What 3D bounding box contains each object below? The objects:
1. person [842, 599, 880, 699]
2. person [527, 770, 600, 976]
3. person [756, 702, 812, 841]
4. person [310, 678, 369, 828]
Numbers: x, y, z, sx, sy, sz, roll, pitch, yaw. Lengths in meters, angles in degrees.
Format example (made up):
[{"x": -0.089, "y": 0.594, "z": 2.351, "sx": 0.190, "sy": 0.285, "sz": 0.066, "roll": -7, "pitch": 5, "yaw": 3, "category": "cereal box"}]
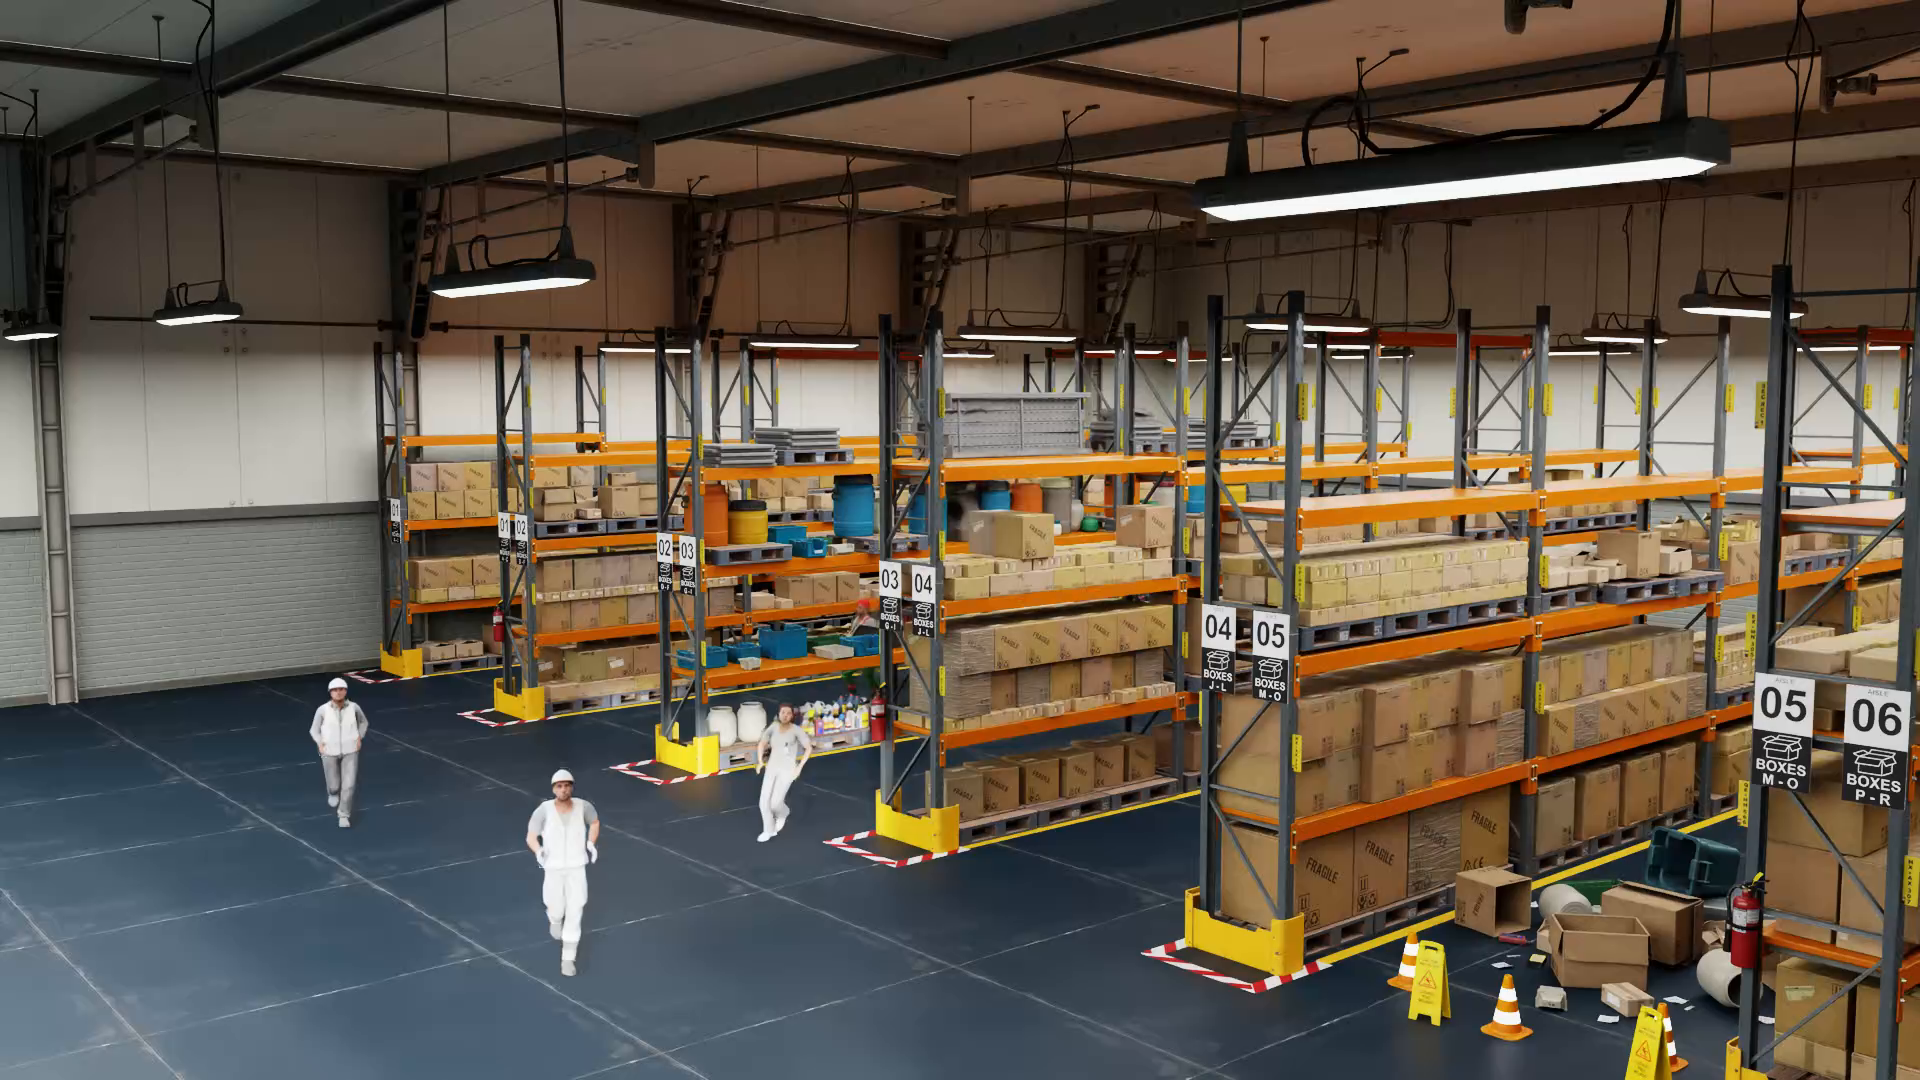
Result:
[{"x": -1.578, "y": 1.852, "z": 26.628, "sx": 0.645, "sy": 1.841, "sz": 0.765, "roll": 5, "pitch": 7, "yaw": 44, "category": "person"}, {"x": -3.544, "y": 2.931, "z": 14.929, "sx": 0.657, "sy": 1.772, "sz": 0.869, "roll": -2, "pitch": 5, "yaw": -18, "category": "person"}, {"x": -2.031, "y": 2.645, "z": 18.968, "sx": 0.616, "sy": 1.615, "sz": 0.527, "roll": 2, "pitch": 5, "yaw": 18, "category": "person"}, {"x": -7.371, "y": 2.507, "z": 19.791, "sx": 0.661, "sy": 1.744, "sz": 0.733, "roll": -2, "pitch": 6, "yaw": -25, "category": "person"}]
